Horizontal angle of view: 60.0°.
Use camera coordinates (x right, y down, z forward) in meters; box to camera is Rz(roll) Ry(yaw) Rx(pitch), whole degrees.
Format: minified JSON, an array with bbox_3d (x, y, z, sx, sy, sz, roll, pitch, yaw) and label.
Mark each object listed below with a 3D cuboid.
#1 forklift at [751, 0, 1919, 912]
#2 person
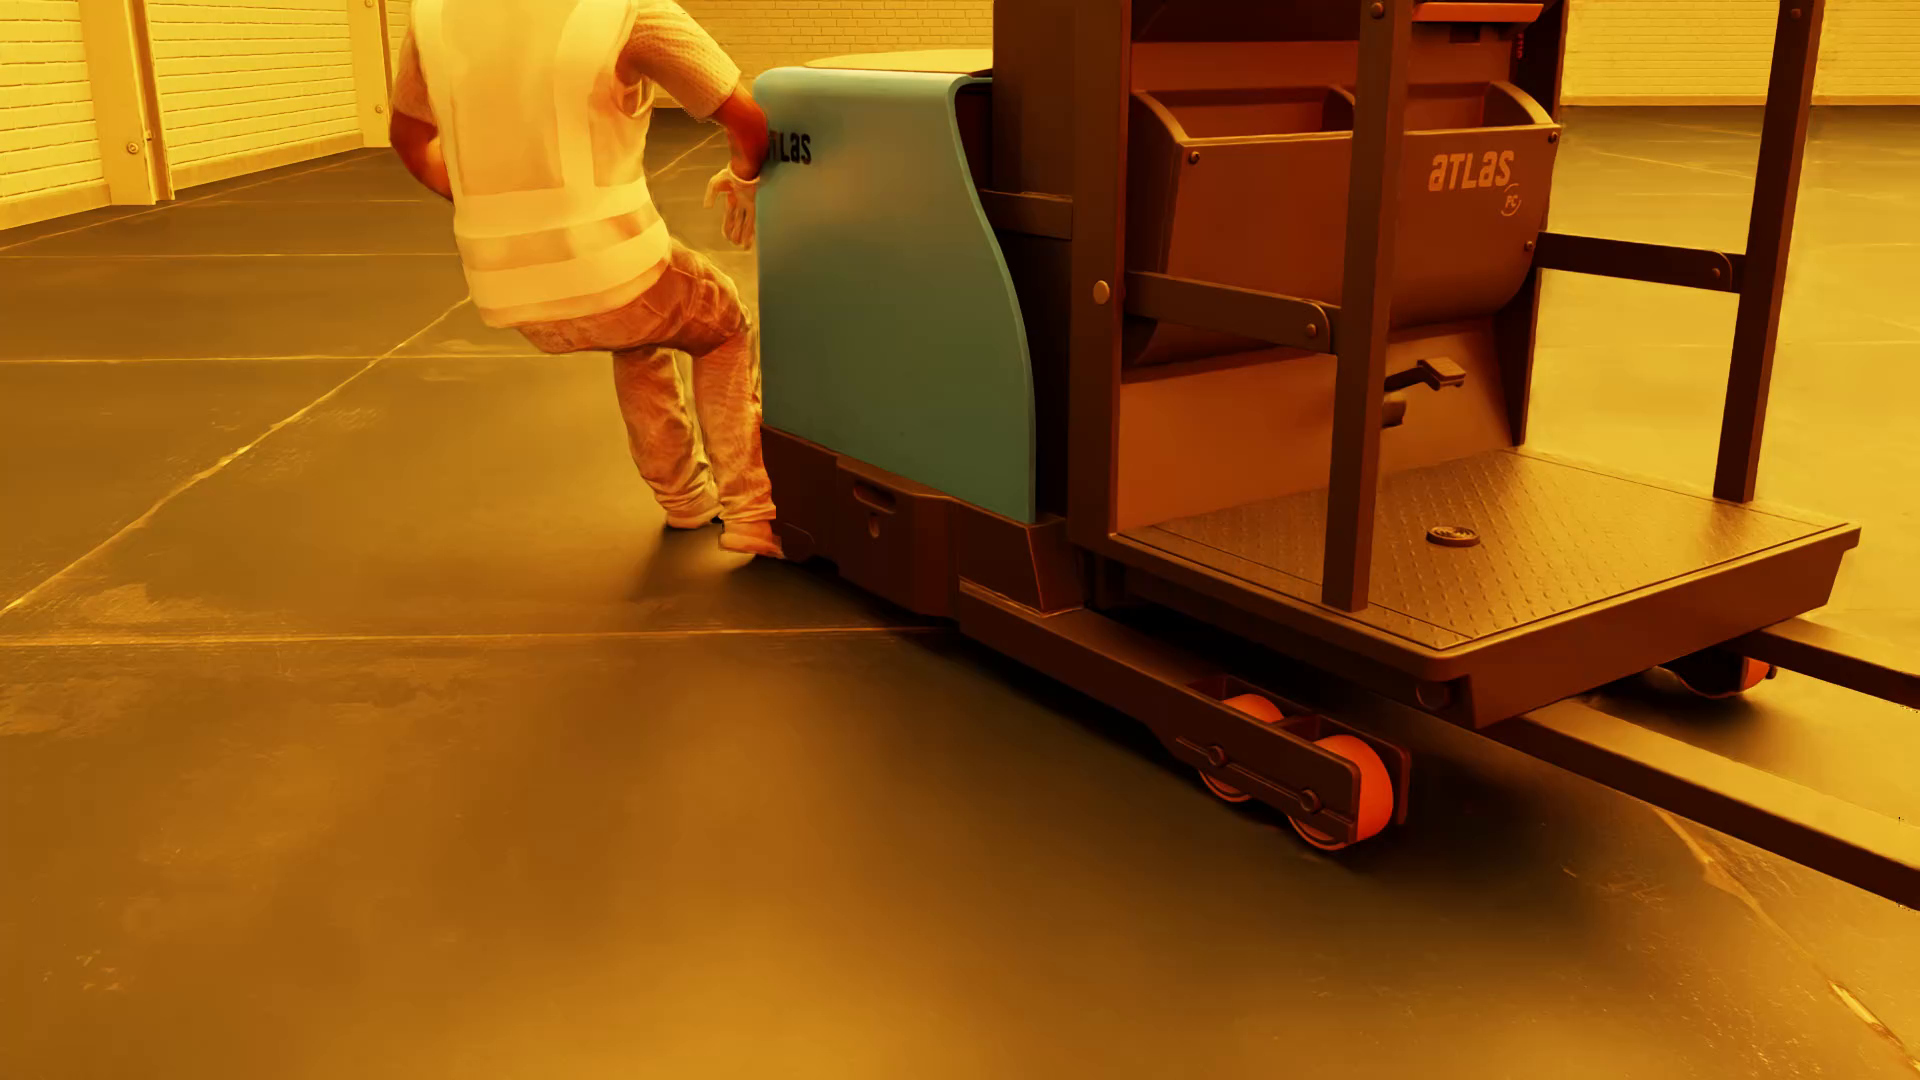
[{"bbox_3d":[0.799,-1.108,2.530,1.130,2.935,3.031,-12,21,-33],"label":"forklift"},{"bbox_3d":[-0.727,-0.679,3.637,0.805,1.569,0.897,4,17,13],"label":"person"}]
